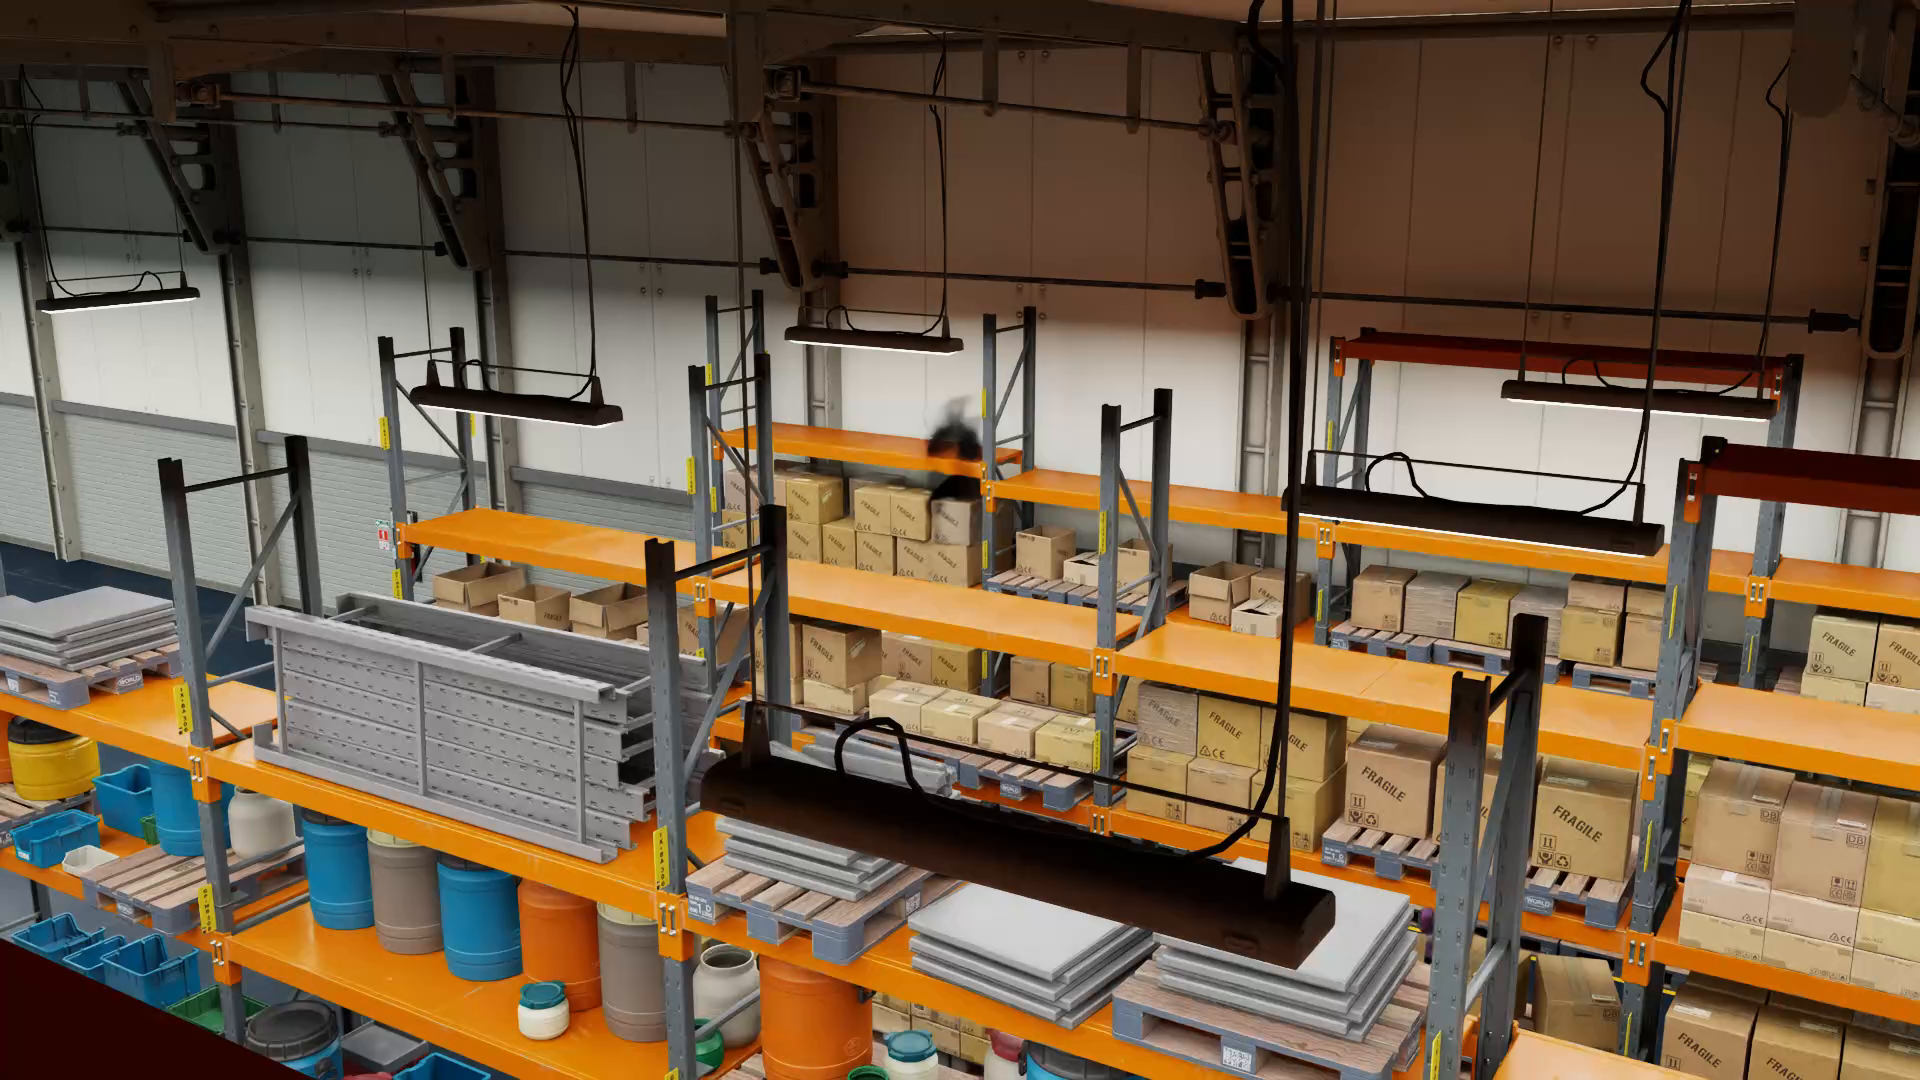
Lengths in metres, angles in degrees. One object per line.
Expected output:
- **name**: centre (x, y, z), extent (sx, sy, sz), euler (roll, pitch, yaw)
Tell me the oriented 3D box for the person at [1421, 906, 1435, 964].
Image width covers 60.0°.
- **person**: centre (4.299, 3.711, 15.037), extent (0.545, 1.559, 0.535), euler (5, 15, 18)
